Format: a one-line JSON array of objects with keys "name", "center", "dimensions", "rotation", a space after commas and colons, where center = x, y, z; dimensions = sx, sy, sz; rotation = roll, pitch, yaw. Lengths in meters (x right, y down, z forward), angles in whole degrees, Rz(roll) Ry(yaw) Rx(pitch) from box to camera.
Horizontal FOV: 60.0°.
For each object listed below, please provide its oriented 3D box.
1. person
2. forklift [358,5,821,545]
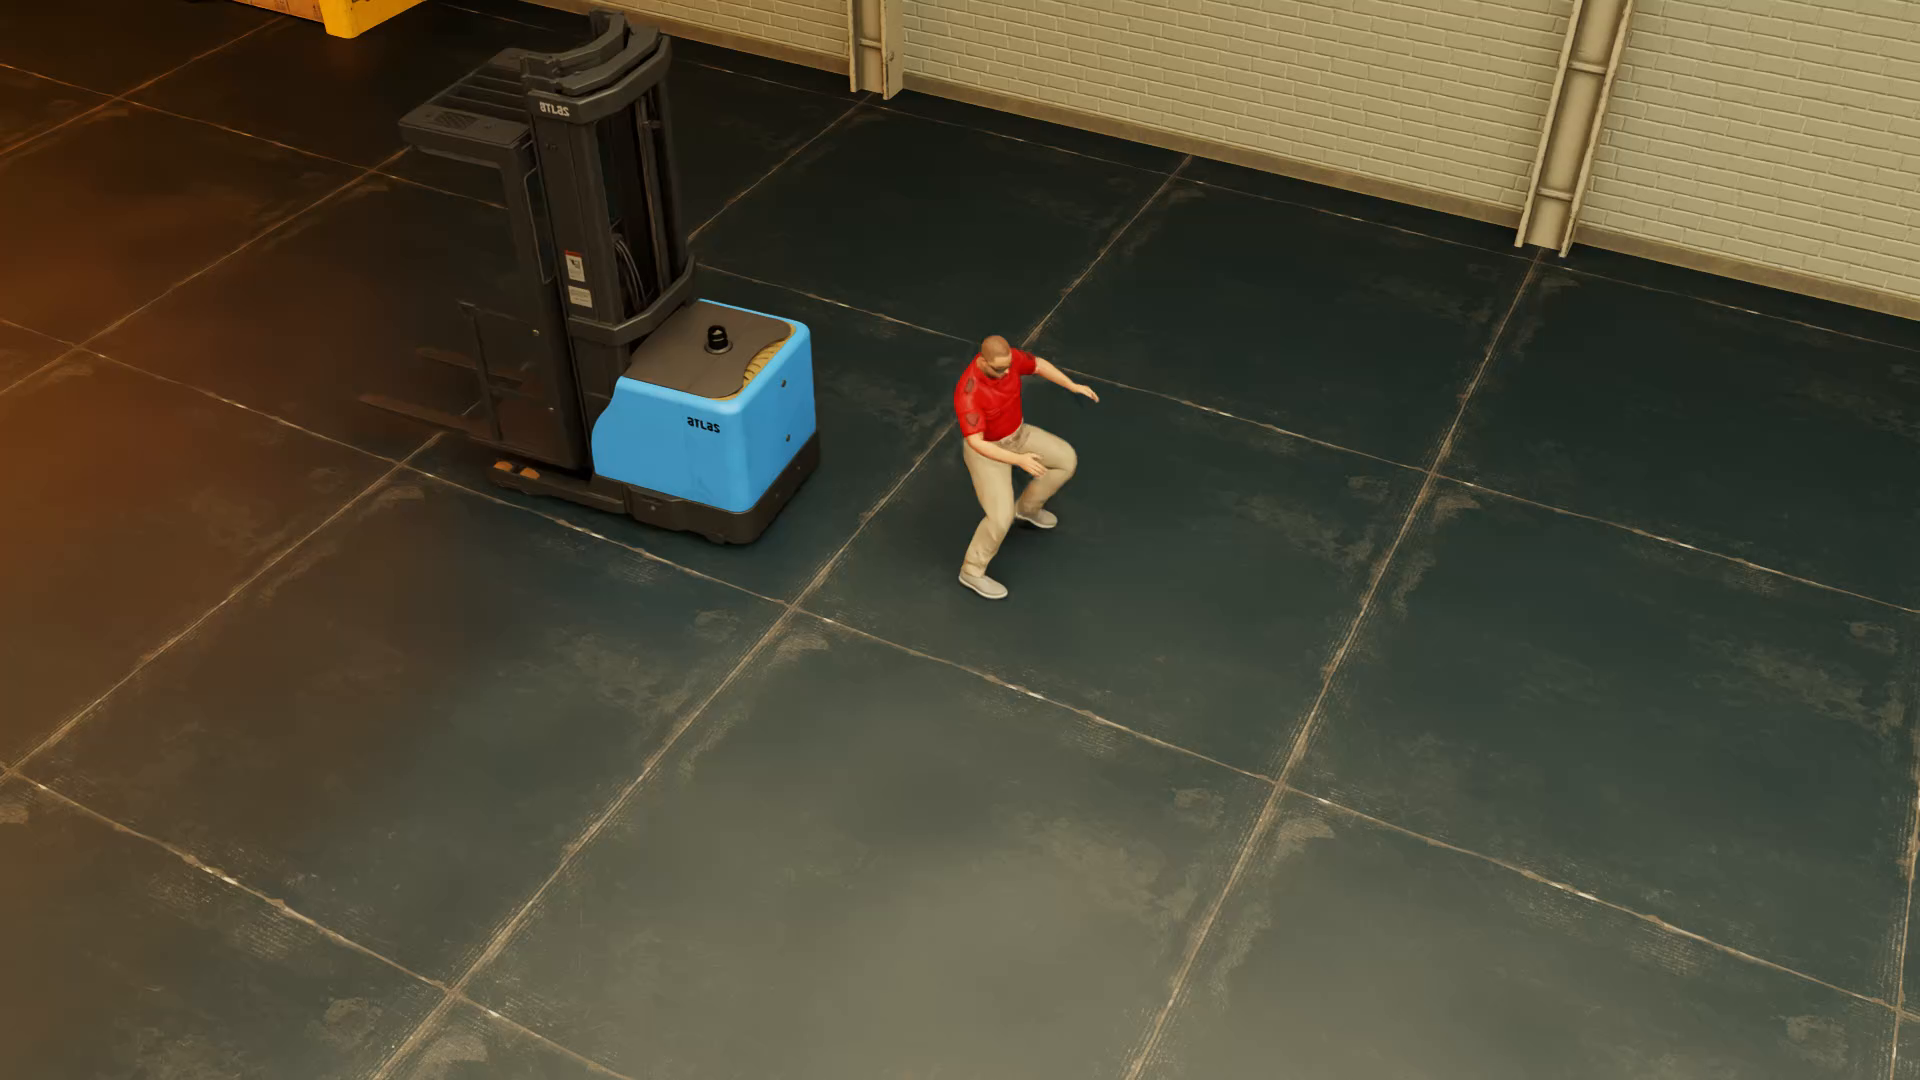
[{"name": "person", "center": [0.364, -0.522, 9.692], "dimensions": [0.746, 1.527, 0.959], "rotation": [29, 48, 30]}, {"name": "forklift", "center": [-2.470, -1.708, 10.015], "dimensions": [3.031, 2.935, 1.130], "rotation": [15, 42, 17]}]
